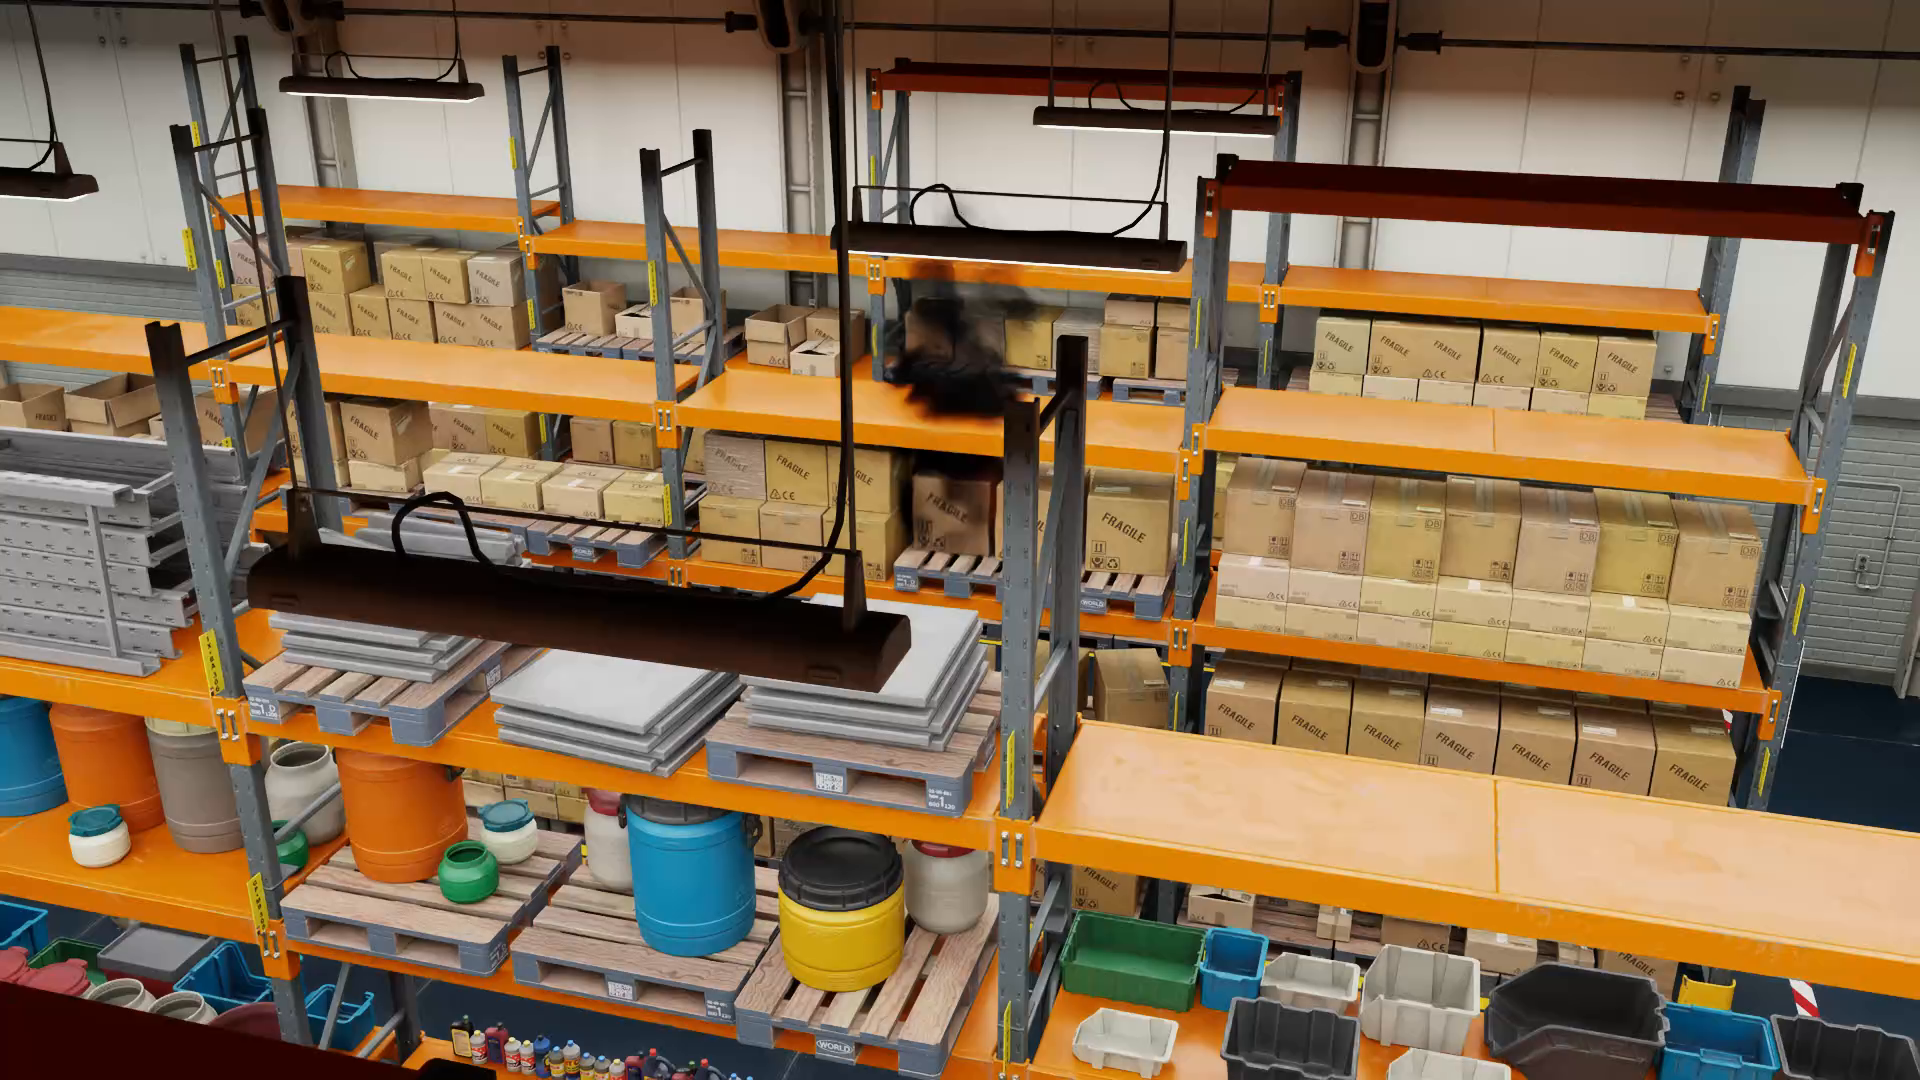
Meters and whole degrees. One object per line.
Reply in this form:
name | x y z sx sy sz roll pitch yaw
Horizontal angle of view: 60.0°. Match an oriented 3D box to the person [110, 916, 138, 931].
person | -6.201 2.469 12.566 0.645 1.749 0.640 3 23 7
